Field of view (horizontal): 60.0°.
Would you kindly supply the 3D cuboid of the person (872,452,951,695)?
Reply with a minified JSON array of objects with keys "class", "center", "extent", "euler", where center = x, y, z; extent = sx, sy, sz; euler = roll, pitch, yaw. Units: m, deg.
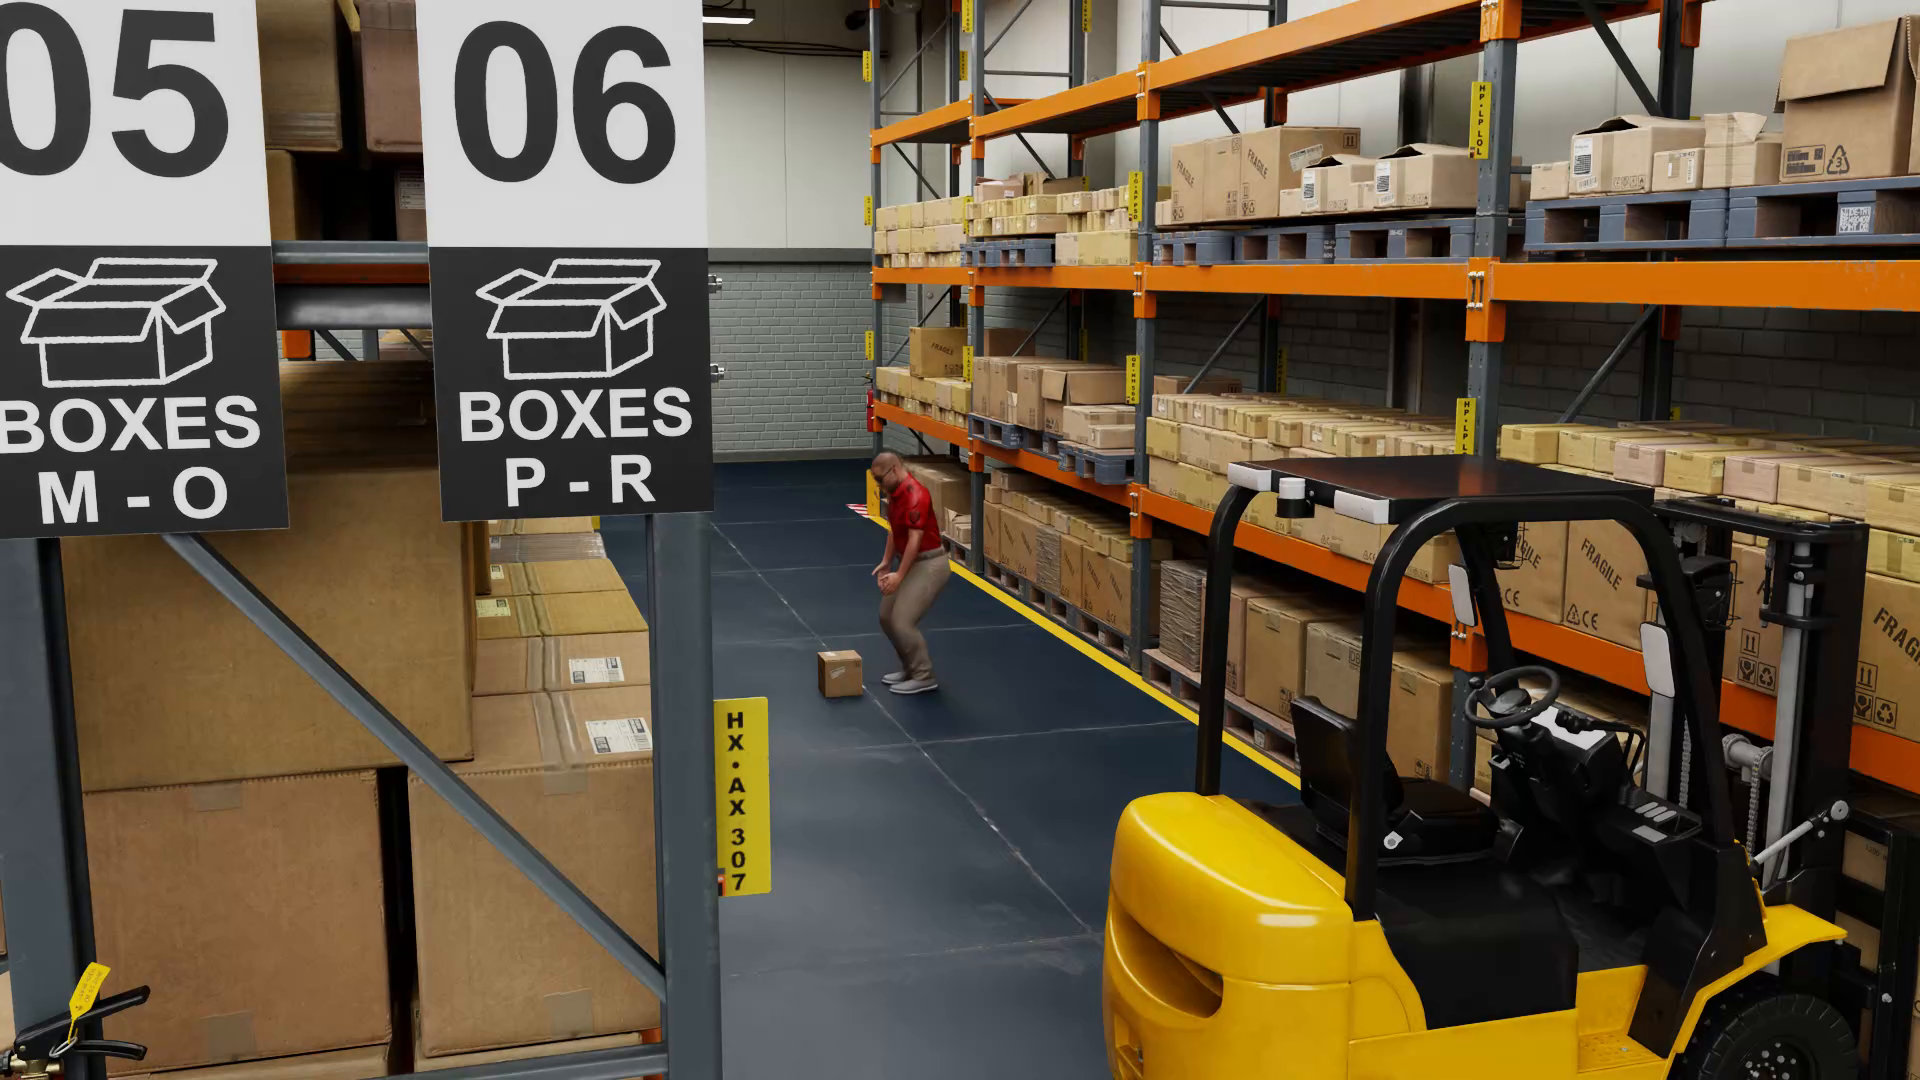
[{"class":"person","center":[-0.326,0.209,11.054],"extent":[0.526,1.607,0.575],"euler":[-2,10,-15]}]
